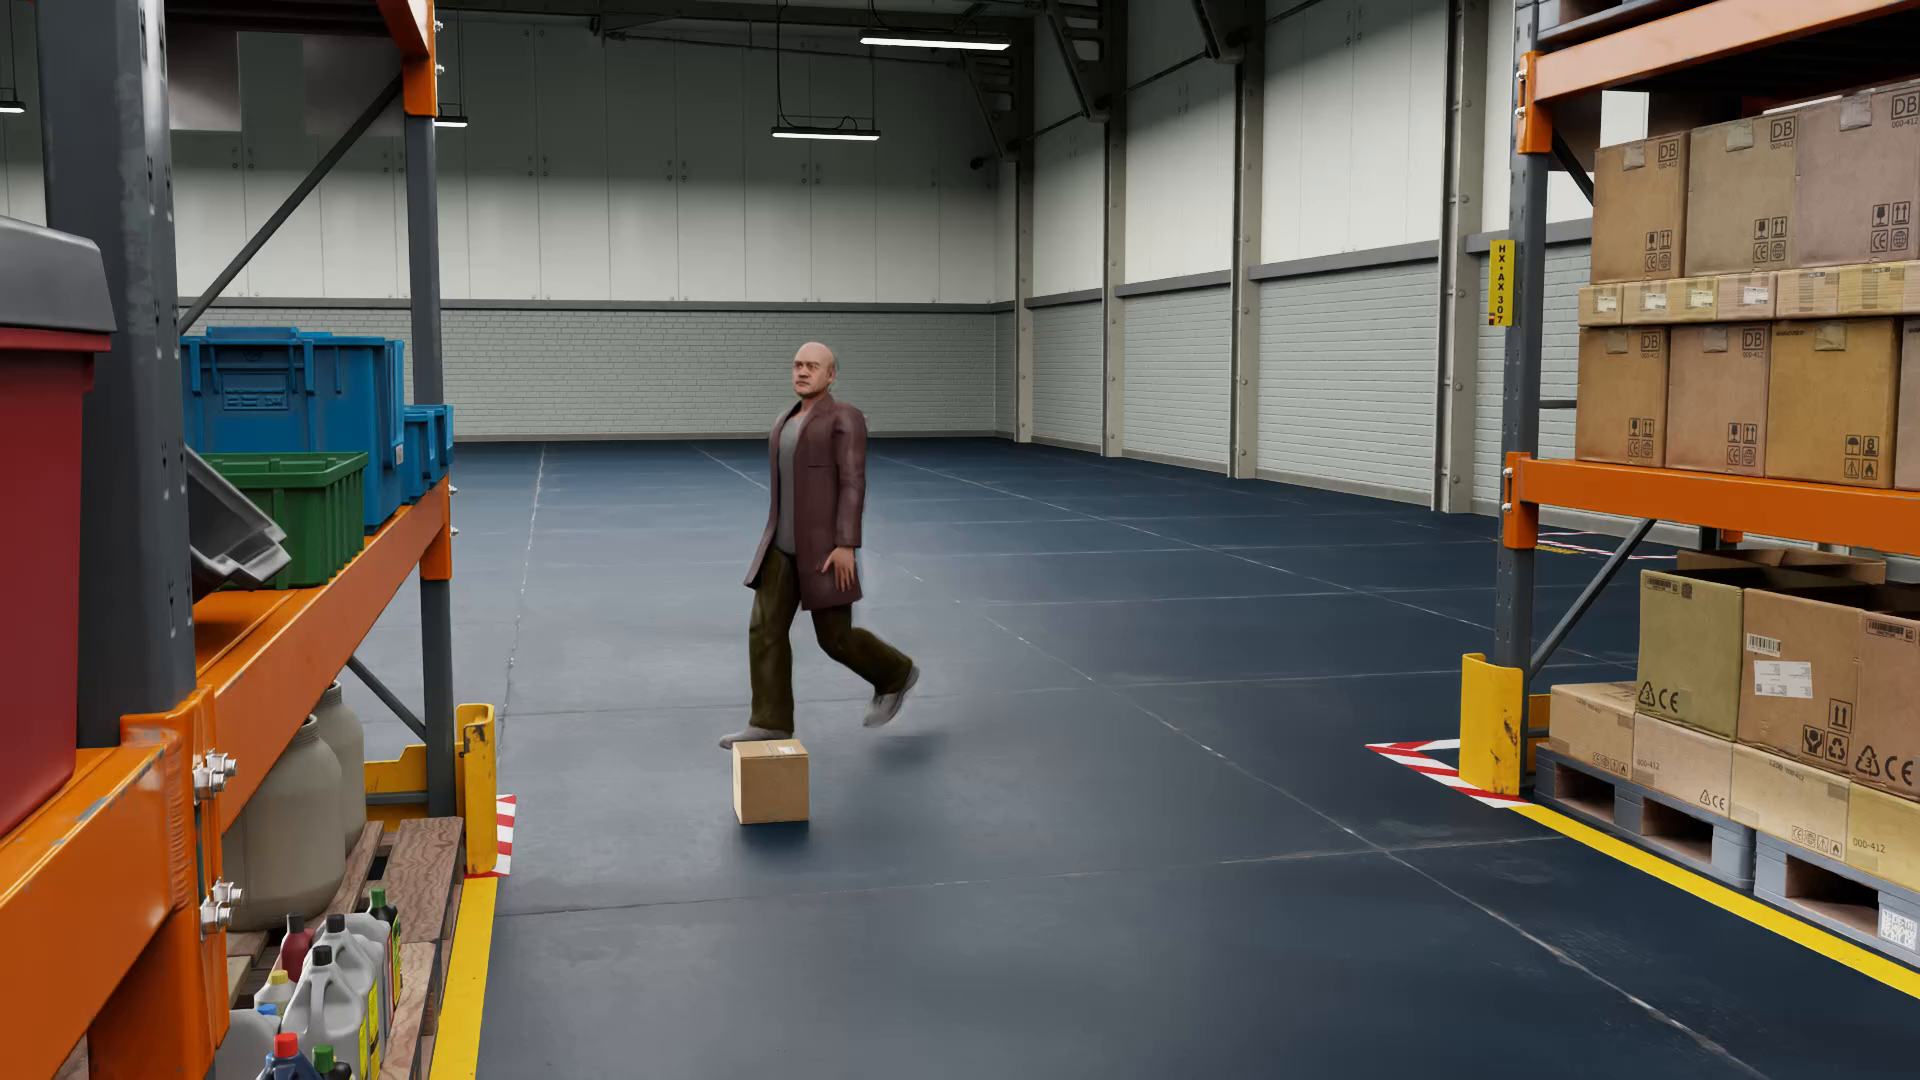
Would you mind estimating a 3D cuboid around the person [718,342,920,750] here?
[{"bbox_3d":[-0.618,0.022,7.196,0.661,1.745,0.994,5,8,42],"label":"person"}]
